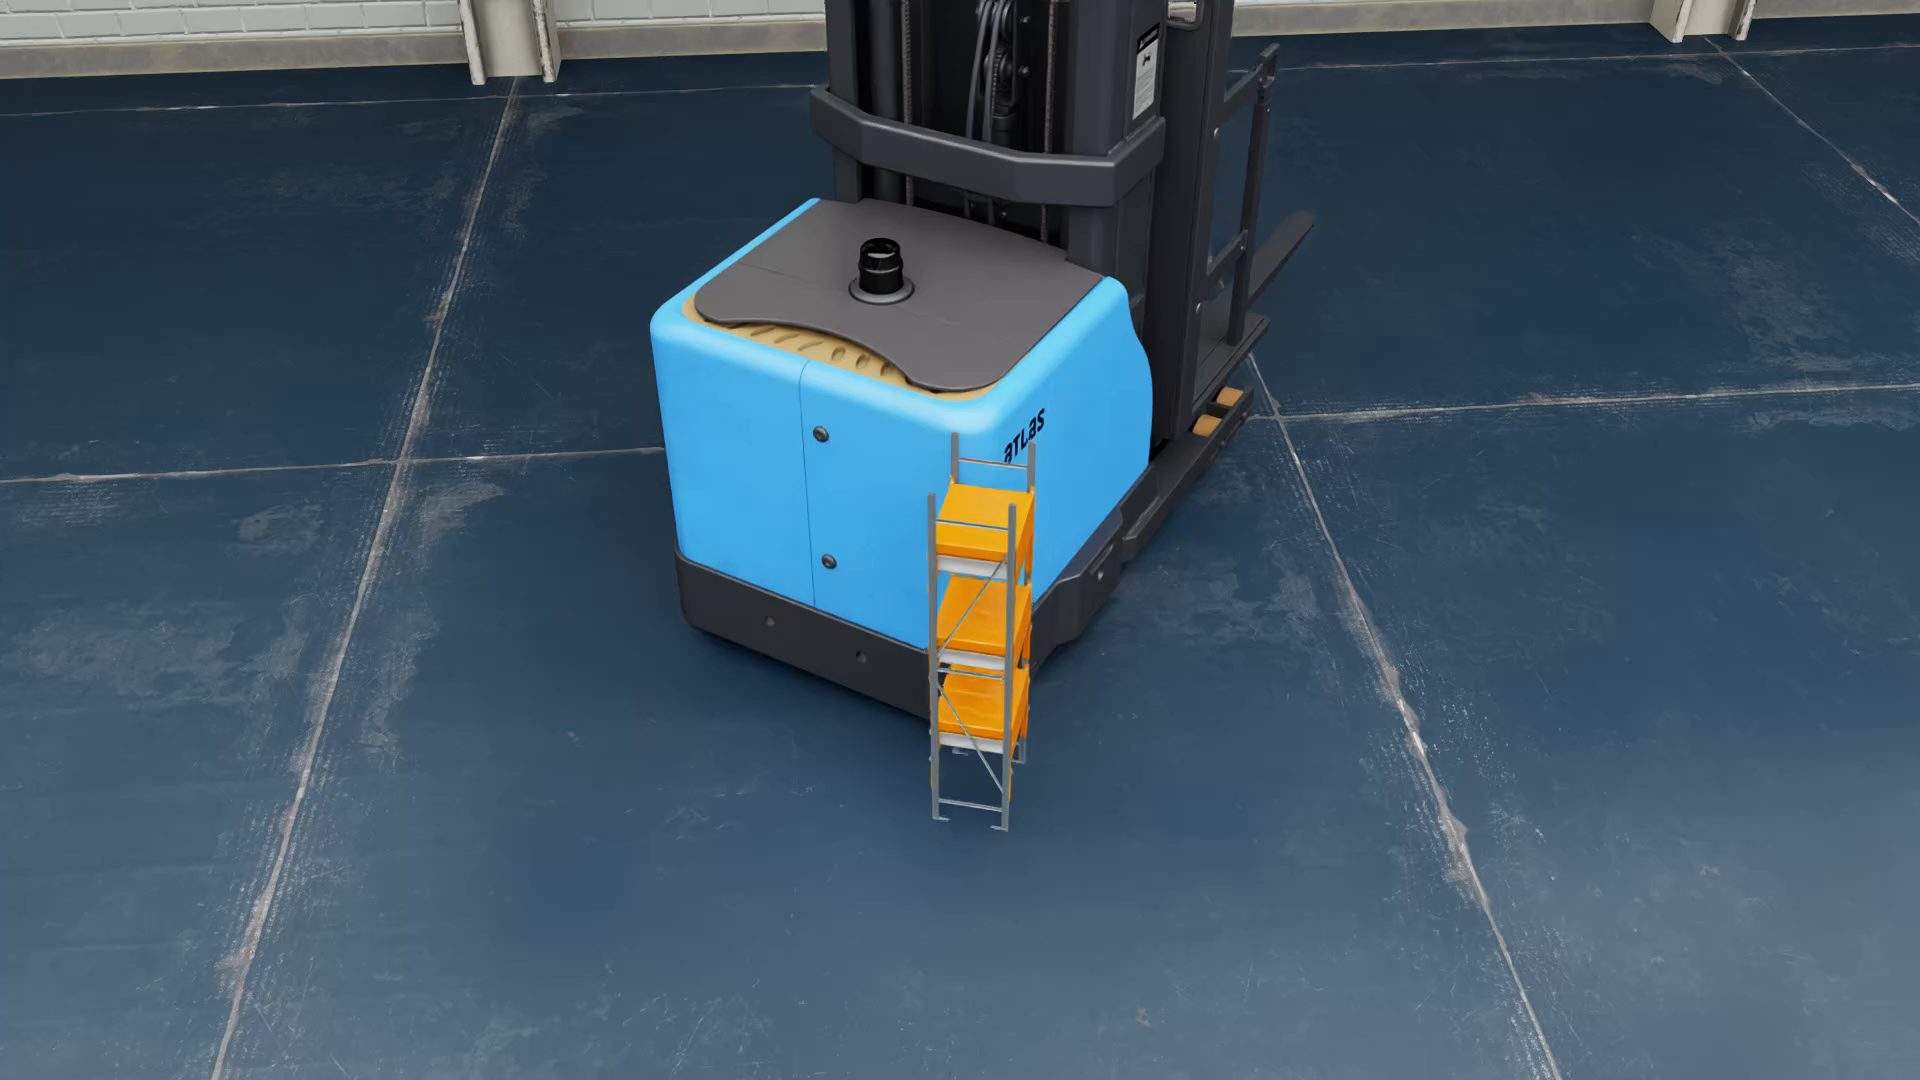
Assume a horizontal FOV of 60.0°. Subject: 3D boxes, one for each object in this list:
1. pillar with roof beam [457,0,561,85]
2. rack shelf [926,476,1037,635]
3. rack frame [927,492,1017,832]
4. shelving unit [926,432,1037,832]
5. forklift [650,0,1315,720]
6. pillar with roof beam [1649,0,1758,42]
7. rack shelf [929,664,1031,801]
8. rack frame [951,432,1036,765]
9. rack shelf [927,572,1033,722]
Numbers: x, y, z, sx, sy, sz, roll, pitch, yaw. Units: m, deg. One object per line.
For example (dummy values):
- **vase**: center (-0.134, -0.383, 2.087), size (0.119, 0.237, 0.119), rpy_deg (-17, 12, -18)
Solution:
- **pillar with roof beam**: center (-1.792, -3.185, 2.021), size (0.400, 9.000, 9.100), rpy_deg (-3, 38, -4)
- **rack shelf**: center (0.052, 0.034, 3.916), size (0.215, 0.259, 0.240), rpy_deg (7, 39, 9)
- **rack frame**: center (0.026, 0.323, 3.990), size (0.200, 1.050, 0.008), rpy_deg (7, 39, 9)
- **shelving unit**: center (0.052, 0.250, 4.084), size (0.215, 1.050, 0.252), rpy_deg (7, 39, 9)
- **forklift**: center (0.348, -1.531, 4.824), size (1.130, 2.935, 3.031), rpy_deg (19, 42, 23)
- **pillar with roof beam**: center (4.184, -3.514, 2.439), size (0.400, 9.000, 9.100), rpy_deg (-3, 38, -4)
- **rack shelf**: center (0.052, 0.478, 4.261), size (0.215, 0.259, 0.240), rpy_deg (7, 39, 9)
- **rack frame**: center (0.077, 0.177, 4.178), size (0.200, 1.050, 0.008), rpy_deg (7, 39, 9)
- **rack shelf**: center (0.052, 0.258, 4.090), size (0.215, 0.259, 0.240), rpy_deg (7, 39, 9)
